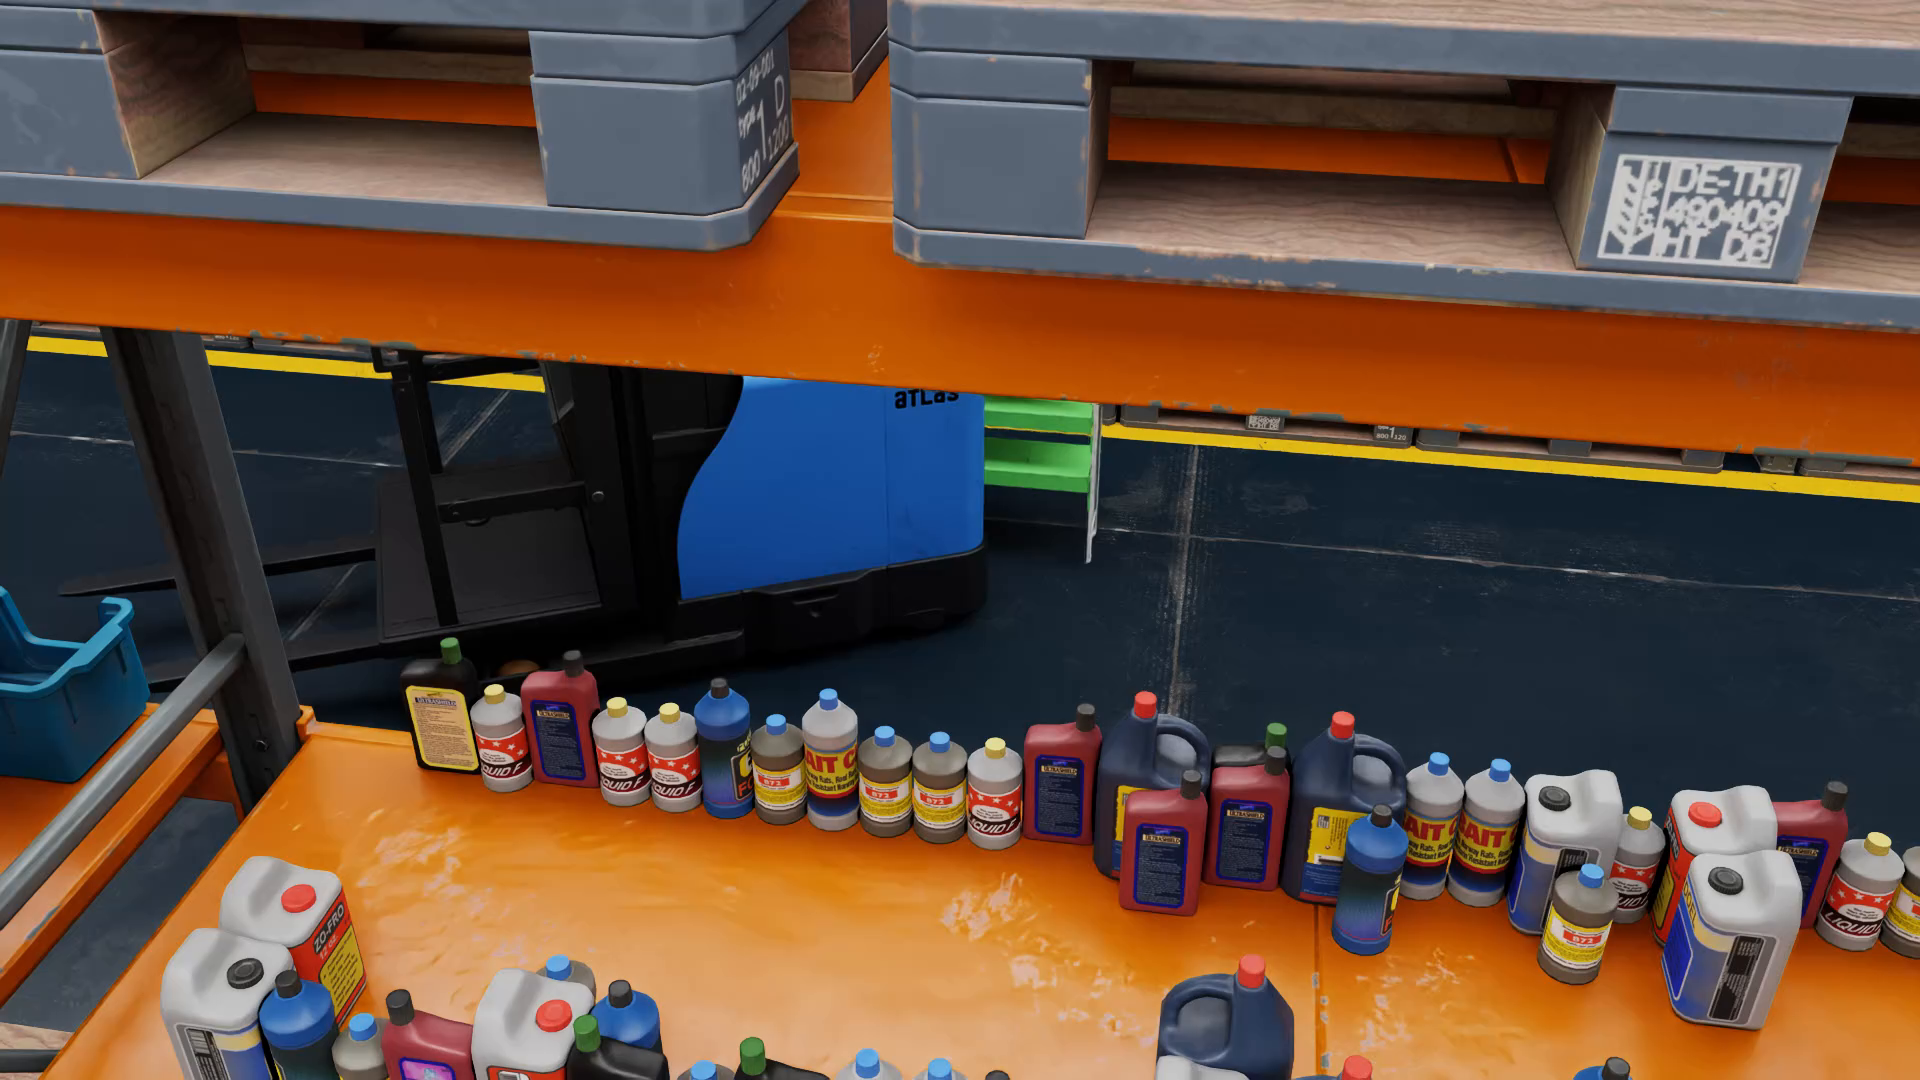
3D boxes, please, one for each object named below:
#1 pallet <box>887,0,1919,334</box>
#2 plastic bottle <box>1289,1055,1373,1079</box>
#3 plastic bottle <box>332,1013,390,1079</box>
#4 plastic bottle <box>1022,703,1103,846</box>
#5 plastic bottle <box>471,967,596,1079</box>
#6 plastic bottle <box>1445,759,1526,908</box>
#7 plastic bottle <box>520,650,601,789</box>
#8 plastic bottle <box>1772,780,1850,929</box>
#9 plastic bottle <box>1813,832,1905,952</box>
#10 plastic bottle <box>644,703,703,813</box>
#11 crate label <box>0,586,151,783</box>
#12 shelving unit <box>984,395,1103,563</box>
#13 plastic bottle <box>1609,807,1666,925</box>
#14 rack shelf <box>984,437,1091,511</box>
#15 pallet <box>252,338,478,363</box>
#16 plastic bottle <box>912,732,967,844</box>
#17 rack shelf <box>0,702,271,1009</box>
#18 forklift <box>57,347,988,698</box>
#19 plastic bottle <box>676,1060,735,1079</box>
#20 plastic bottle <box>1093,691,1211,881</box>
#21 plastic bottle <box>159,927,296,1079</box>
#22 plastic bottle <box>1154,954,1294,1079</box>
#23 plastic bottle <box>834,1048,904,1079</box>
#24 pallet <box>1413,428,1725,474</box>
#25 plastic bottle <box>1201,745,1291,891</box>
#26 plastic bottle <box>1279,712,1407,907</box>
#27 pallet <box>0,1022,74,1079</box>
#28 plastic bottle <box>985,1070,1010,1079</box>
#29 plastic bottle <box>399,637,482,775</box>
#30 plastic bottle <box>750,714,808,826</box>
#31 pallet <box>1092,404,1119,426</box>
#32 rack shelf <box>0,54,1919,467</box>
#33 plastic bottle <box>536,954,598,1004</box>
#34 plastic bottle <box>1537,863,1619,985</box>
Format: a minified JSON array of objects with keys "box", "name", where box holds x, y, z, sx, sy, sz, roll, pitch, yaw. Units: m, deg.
[{"box":[0.616,-0.515,1.597,1.213,0.211,1.003,5,32,8],"name":"pallet"},{"box":[0.477,0.806,2.181,0.185,0.351,0.144,5,32,8],"name":"plastic bottle"},{"box":[-0.842,0.763,2.391,0.097,0.201,0.097,0,32,0],"name":"plastic bottle"},{"box":[0.178,0.402,2.890,0.133,0.283,0.061,5,32,8],"name":"plastic bottle"},{"box":[-0.591,0.739,2.359,0.135,0.276,0.152,5,32,8],"name":"plastic bottle"},{"box":[0.880,0.481,2.776,0.097,0.271,0.097,0,32,0],"name":"plastic bottle"},{"box":[-0.721,0.321,3.021,0.133,0.283,0.061,5,32,8],"name":"plastic bottle"},{"box":[1.358,0.509,2.720,0.133,0.283,0.061,5,32,8],"name":"plastic bottle"},{"box":[1.469,0.564,2.710,0.097,0.201,0.097,0,32,0],"name":"plastic bottle"},{"box":[-0.515,0.384,2.997,0.097,0.201,0.097,0,32,0],"name":"plastic bottle"},{"box":[-1.772,0.275,3.141,0.416,0.233,0.303,5,32,8],"name":"crate label"},{"box":[0.251,-0.509,5.932,0.503,1.200,0.258,5,32,8],"name":"shelving unit"},{"box":[1.109,0.531,2.762,0.097,0.201,0.097,0,32,0],"name":"plastic bottle"},{"box":[0.251,-0.251,6.093,0.480,0.148,0.258,5,32,8],"name":"rack shelf"},{"box":[-2.586,-1.175,7.928,1.213,0.211,1.003,5,32,8],"name":"pallet"},{"box":[-0.035,0.427,2.927,0.097,0.201,0.097,0,32,0],"name":"plastic bottle"},{"box":[-3.391,0.564,3.200,4.000,0.370,1.077,5,32,8],"name":"rack shelf"},{"box":[-1.481,-0.972,5.041,3.031,2.935,1.130,-9,33,-15],"name":"forklift"},{"box":[-0.350,0.807,2.320,0.097,0.201,0.097,0,32,0],"name":"plastic bottle"},{"box":[0.328,0.410,2.815,0.185,0.351,0.144,5,32,8],"name":"plastic bottle"},{"box":[-1.047,0.698,2.425,0.135,0.276,0.152,5,32,8],"name":"plastic bottle"},{"box":[0.370,0.715,2.327,0.185,0.351,0.144,5,32,8],"name":"plastic bottle"},{"box":[-0.123,0.798,2.269,0.097,0.271,0.097,0,32,0],"name":"plastic bottle"},{"box":[2.552,-0.666,7.116,1.213,0.211,1.003,5,32,8],"name":"pallet"},{"box":[0.481,0.462,2.794,0.133,0.283,0.061,5,32,8],"name":"plastic bottle"},{"box":[0.641,0.438,2.770,0.185,0.351,0.144,5,32,8],"name":"plastic bottle"},{"box":[-2.177,1.530,3.606,1.213,0.211,1.003,5,32,8],"name":"pallet"},{"box":[0.084,0.822,2.220,0.133,0.283,0.061,5,32,8],"name":"plastic bottle"},{"box":[-0.949,0.300,3.053,0.133,0.283,0.061,5,32,8],"name":"plastic bottle"},{"box":[-0.323,0.401,2.969,0.097,0.201,0.097,0,32,0],"name":"plastic bottle"},{"box":[0.147,-0.884,7.464,1.213,0.211,1.003,5,32,8],"name":"pallet"},{"box":[0.552,-0.350,1.834,4.000,0.370,1.077,5,32,8],"name":"rack shelf"},{"box":[-0.589,0.704,2.486,0.097,0.201,0.097,0,32,0],"name":"plastic bottle"},{"box":[0.987,0.602,2.649,0.097,0.201,0.097,0,32,0],"name":"plastic bottle"}]
